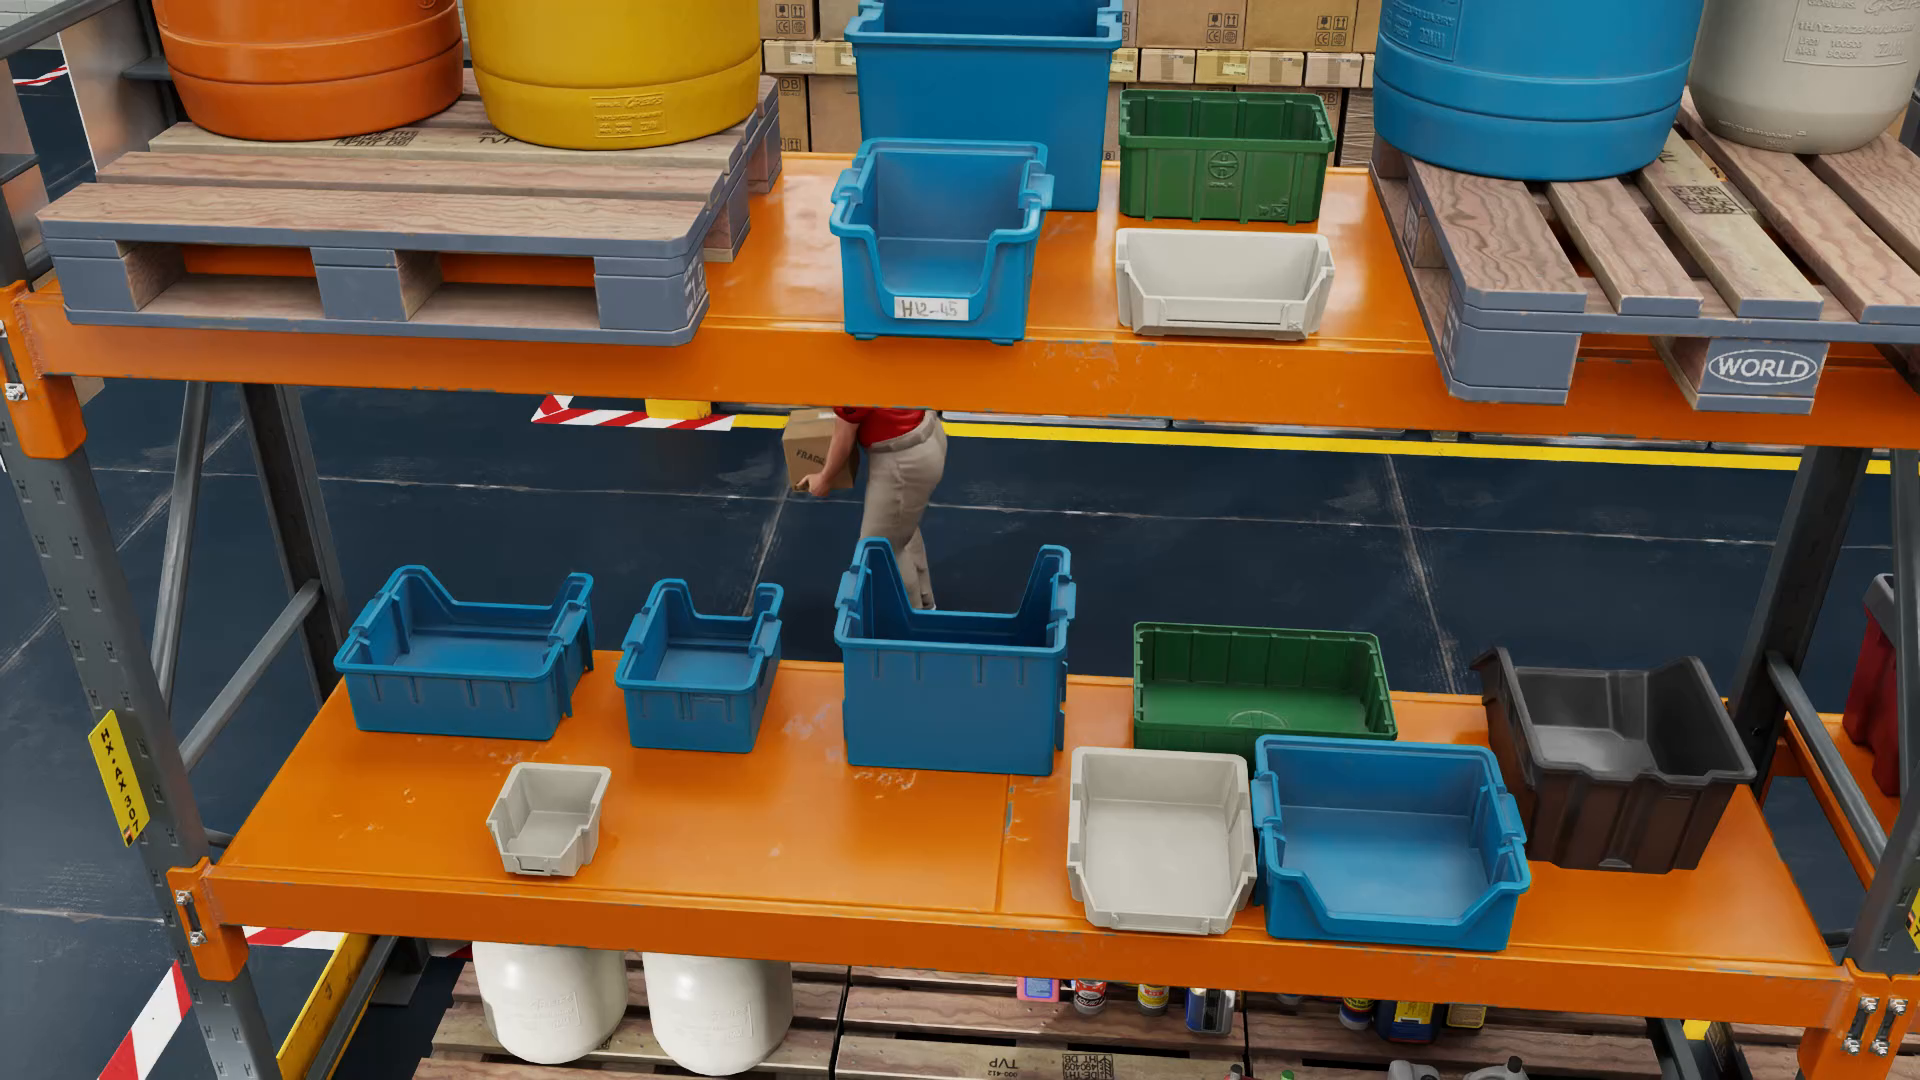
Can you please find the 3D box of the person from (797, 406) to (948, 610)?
[{"bbox_3d":[-0.353,-0.320,6.717,0.593,1.681,0.481,2,32,3],"label":"person"}]
